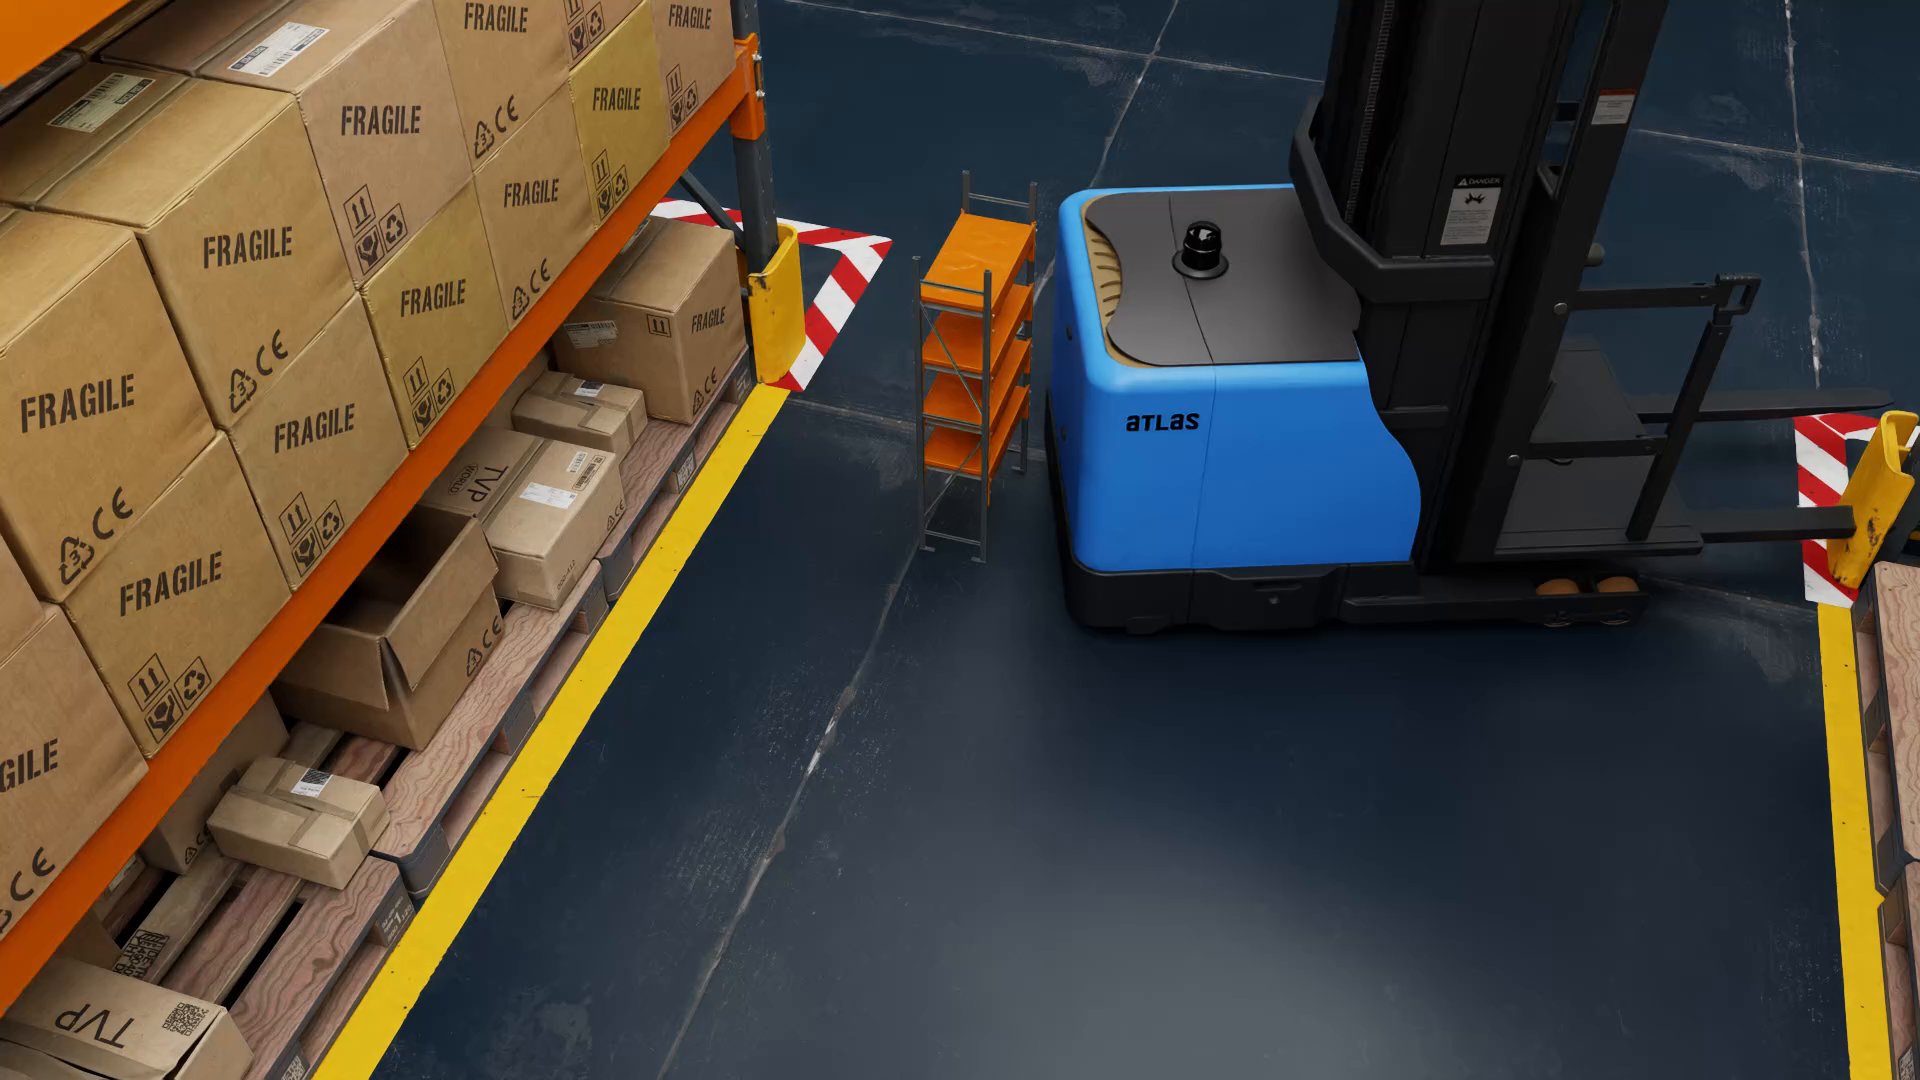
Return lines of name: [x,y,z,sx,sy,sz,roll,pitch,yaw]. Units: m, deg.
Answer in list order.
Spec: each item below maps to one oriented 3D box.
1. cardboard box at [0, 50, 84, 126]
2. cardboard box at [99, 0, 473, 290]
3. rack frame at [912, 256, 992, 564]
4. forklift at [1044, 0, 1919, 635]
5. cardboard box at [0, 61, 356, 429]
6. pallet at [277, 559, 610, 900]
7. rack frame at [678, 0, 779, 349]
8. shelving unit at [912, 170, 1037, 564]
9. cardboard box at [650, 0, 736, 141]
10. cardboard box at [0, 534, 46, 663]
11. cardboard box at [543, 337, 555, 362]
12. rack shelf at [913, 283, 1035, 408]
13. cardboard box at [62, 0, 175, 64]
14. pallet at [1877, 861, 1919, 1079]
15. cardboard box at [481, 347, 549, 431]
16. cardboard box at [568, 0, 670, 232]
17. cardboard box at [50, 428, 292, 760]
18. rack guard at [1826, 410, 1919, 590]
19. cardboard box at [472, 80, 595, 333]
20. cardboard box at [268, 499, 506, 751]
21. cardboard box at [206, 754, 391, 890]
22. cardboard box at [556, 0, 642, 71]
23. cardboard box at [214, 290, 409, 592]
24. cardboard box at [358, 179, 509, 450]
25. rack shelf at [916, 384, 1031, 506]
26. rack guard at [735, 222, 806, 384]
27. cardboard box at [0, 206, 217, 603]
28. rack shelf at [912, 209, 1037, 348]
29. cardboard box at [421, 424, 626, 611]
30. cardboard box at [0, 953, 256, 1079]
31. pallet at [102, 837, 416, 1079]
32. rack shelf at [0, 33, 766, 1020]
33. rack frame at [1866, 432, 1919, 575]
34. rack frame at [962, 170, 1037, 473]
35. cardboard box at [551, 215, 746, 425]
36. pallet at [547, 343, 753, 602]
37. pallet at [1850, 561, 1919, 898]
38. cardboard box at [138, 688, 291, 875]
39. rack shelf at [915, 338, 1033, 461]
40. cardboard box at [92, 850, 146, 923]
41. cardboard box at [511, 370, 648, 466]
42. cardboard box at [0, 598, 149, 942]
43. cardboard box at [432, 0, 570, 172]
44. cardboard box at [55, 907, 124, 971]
cardboard box: [-2.175,-0.744,3.579,0.500,0.500,0.500,13,46,13]
cardboard box: [-1.509,-0.960,3.800,0.500,0.500,0.500,14,46,14]
rack frame: [-0.024,-0.377,5.277,0.240,1.200,0.015,13,46,13]
forklift: [1.840,-1.133,4.812,3.031,2.935,1.130,-2,44,-2]
cardboard box: [-1.664,-0.615,3.448,0.500,0.500,0.500,11,46,11]
pallet: [-1.811,0.442,5.147,1.003,0.211,1.213,13,46,13]
rack frame: [-1.176,-1.947,5.595,1.000,3.000,0.127,13,46,13]
shelving unit: [0.050,-0.539,5.443,0.258,1.200,0.503,13,46,13]
cardboard box: [-1.052,-1.627,5.196,0.500,0.500,0.500,14,46,14]
cardboard box: [-1.976,0.071,2.746,0.500,0.500,0.500,14,46,14]
cardboard box: [-1.706,-0.719,6.051,0.380,0.166,0.250,13,46,13]
rack shelf: [0.050,-0.651,5.334,0.258,0.148,0.480,13,46,13]
cardboard box: [-2.022,-1.079,3.922,0.500,0.500,0.500,12,46,12]
pallet: [2.886,1.453,4.114,1.003,0.211,1.213,13,46,13]
cardboard box: [-1.762,-0.486,5.754,0.500,0.250,0.500,13,46,13]
cardboard box: [-1.206,-1.280,4.842,0.500,0.500,0.500,13,46,13]
cardboard box: [-1.821,0.059,3.473,0.500,0.500,0.500,13,46,13]
rack guard: [3.539,-0.021,5.414,1.175,0.500,0.348,13,46,13]
cardboard box: [-1.362,-0.949,4.504,0.500,0.500,0.500,13,46,13]
cardboard box: [-1.823,0.200,4.871,0.797,0.503,0.637,13,46,13]
cardboard box: [-1.801,0.762,4.538,0.380,0.166,0.250,13,46,13]
cardboard box: [-1.201,-1.649,4.504,0.500,0.500,0.500,14,46,14]
cardboard box: [-1.667,-0.274,3.814,0.500,0.500,0.500,12,46,12]
cardboard box: [-1.515,-0.613,4.160,0.500,0.500,0.500,12,46,12]
rack shelf: [0.050,-0.349,5.629,0.258,0.148,0.480,13,46,13]
rack guard: [-1.199,-1.003,6.418,1.175,0.500,0.348,13,46,13]
cardboard box: [-1.820,-0.273,3.098,0.500,0.500,0.500,11,45,11]
rack shelf: [0.050,-0.820,5.168,0.258,0.148,0.480,13,46,13]
cardboard box: [-1.422,-0.080,5.339,0.500,0.250,0.500,13,46,13]
cardboard box: [-2.054,1.289,3.896,0.500,0.311,0.500,13,46,13]
pallet: [-2.178,1.258,4.314,1.003,0.211,1.213,13,46,13]
rack shelf: [-1.781,-0.357,4.485,1.077,0.370,4.000,13,46,13]
rack frame: [3.544,-0.896,4.521,1.000,3.000,0.127,13,46,13]
rack frame: [0.124,-0.702,5.609,0.240,1.200,0.015,13,46,13]
cardboard box: [-1.106,-0.797,5.892,0.500,0.500,0.500,13,46,13]
pallet: [-1.439,-0.368,5.976,1.003,0.211,1.213,13,46,13]
pallet: [3.257,0.642,4.943,1.003,0.211,1.213,13,46,13]
cardboard box: [-2.258,0.583,4.618,0.500,0.311,0.500,13,46,13]
rack shelf: [0.050,-0.491,5.490,0.258,0.148,0.480,13,46,13]
cardboard box: [-2.428,0.878,4.432,0.380,0.149,0.250,13,46,13]
cardboard box: [-1.314,-0.427,5.752,0.380,0.166,0.250,13,46,13]
cardboard box: [-1.973,0.401,3.124,0.500,0.500,0.500,14,46,14]
cardboard box: [-1.353,-1.302,4.150,0.500,0.500,0.500,14,46,14]
cardboard box: [-2.485,1.015,4.041,0.500,0.500,0.500,13,46,13]
